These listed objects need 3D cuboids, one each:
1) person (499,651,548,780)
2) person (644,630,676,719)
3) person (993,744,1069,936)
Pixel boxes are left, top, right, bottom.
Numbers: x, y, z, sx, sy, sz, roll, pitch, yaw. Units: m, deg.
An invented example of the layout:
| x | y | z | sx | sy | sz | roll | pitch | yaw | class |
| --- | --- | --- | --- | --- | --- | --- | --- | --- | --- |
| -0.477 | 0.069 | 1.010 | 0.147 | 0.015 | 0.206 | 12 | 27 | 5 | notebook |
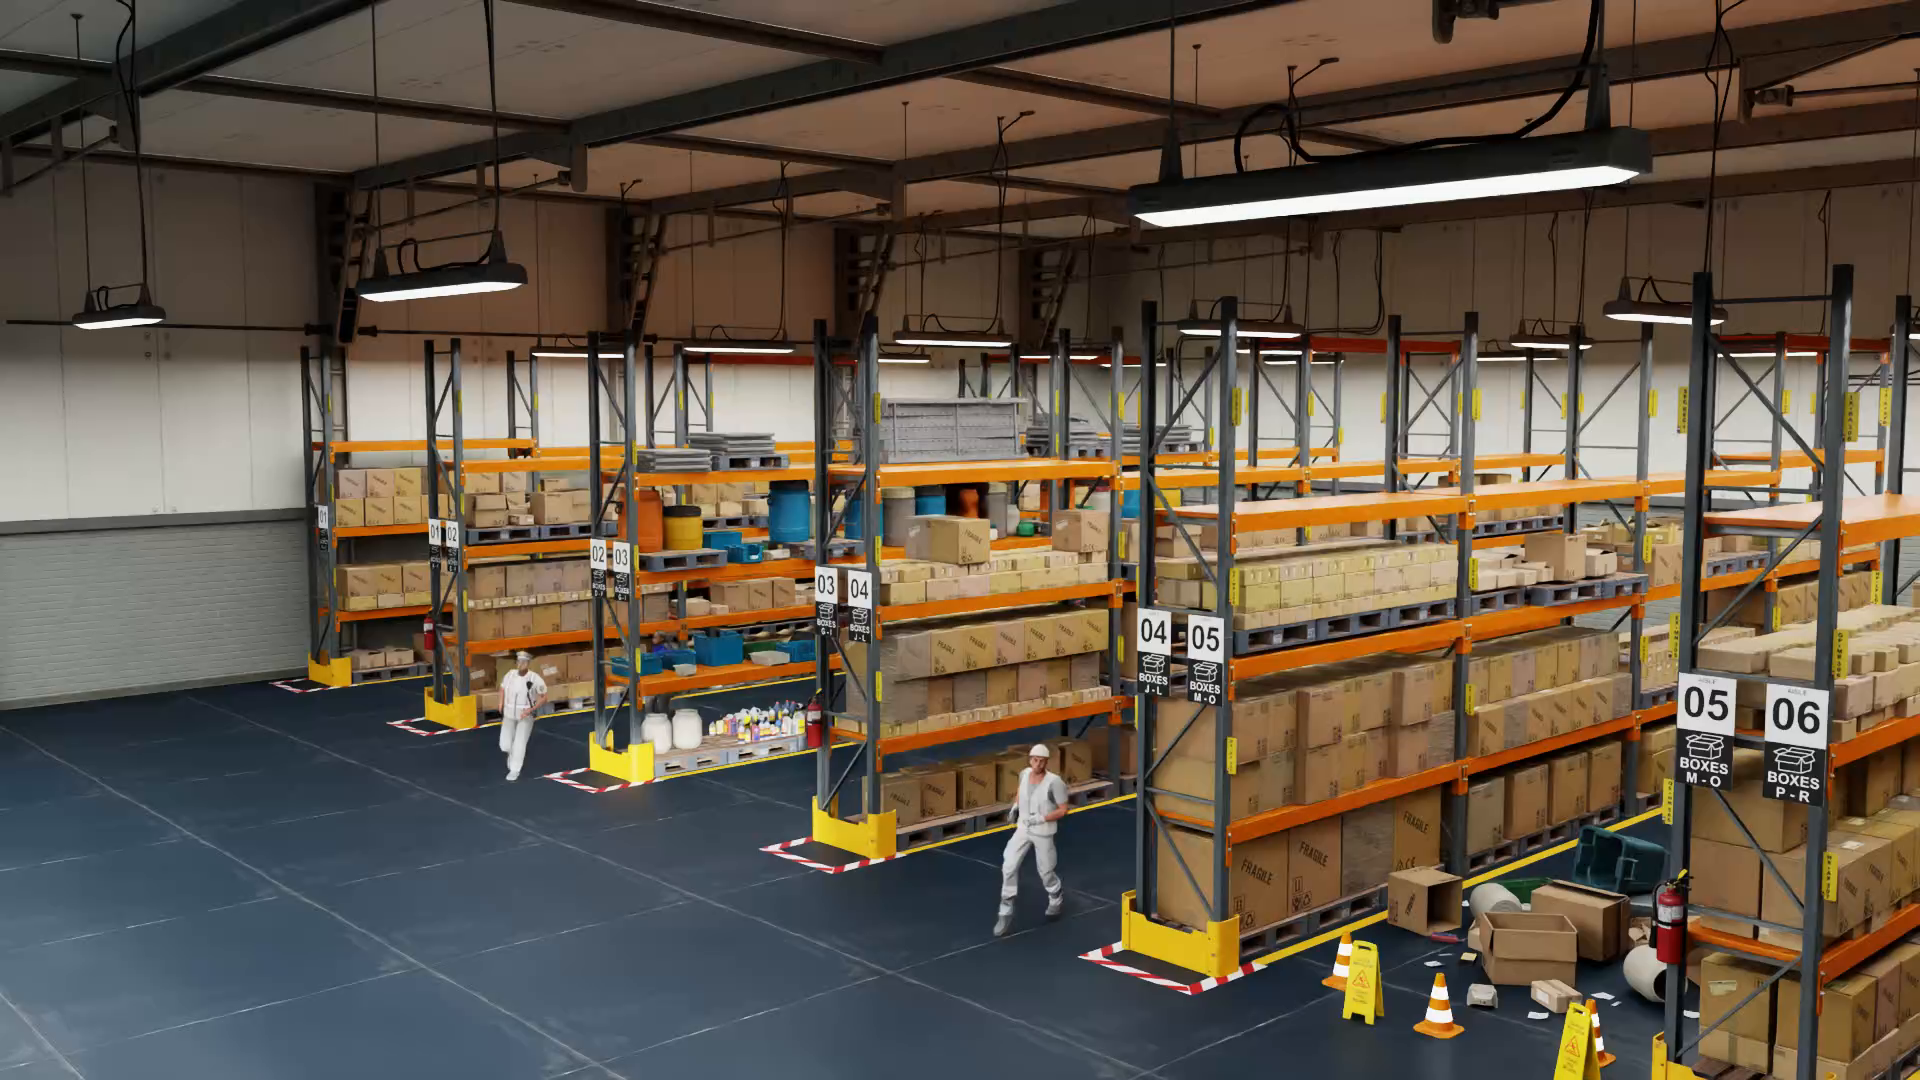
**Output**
| x | y | z | sx | sy | sz | roll | pitch | yaw | class |
| --- | --- | --- | --- | --- | --- | --- | --- | --- | --- |
| -5.885 | 2.341 | 22.408 | 0.681 | 1.739 | 0.573 | 0 | 5 | 4 | person |
| -4.452 | 2.173 | 24.826 | 0.838 | 1.648 | 0.576 | -4 | 7 | -40 | person |
| 0.743 | 2.864 | 16.077 | 0.665 | 1.817 | 0.878 | 3 | 6 | 31 | person |
